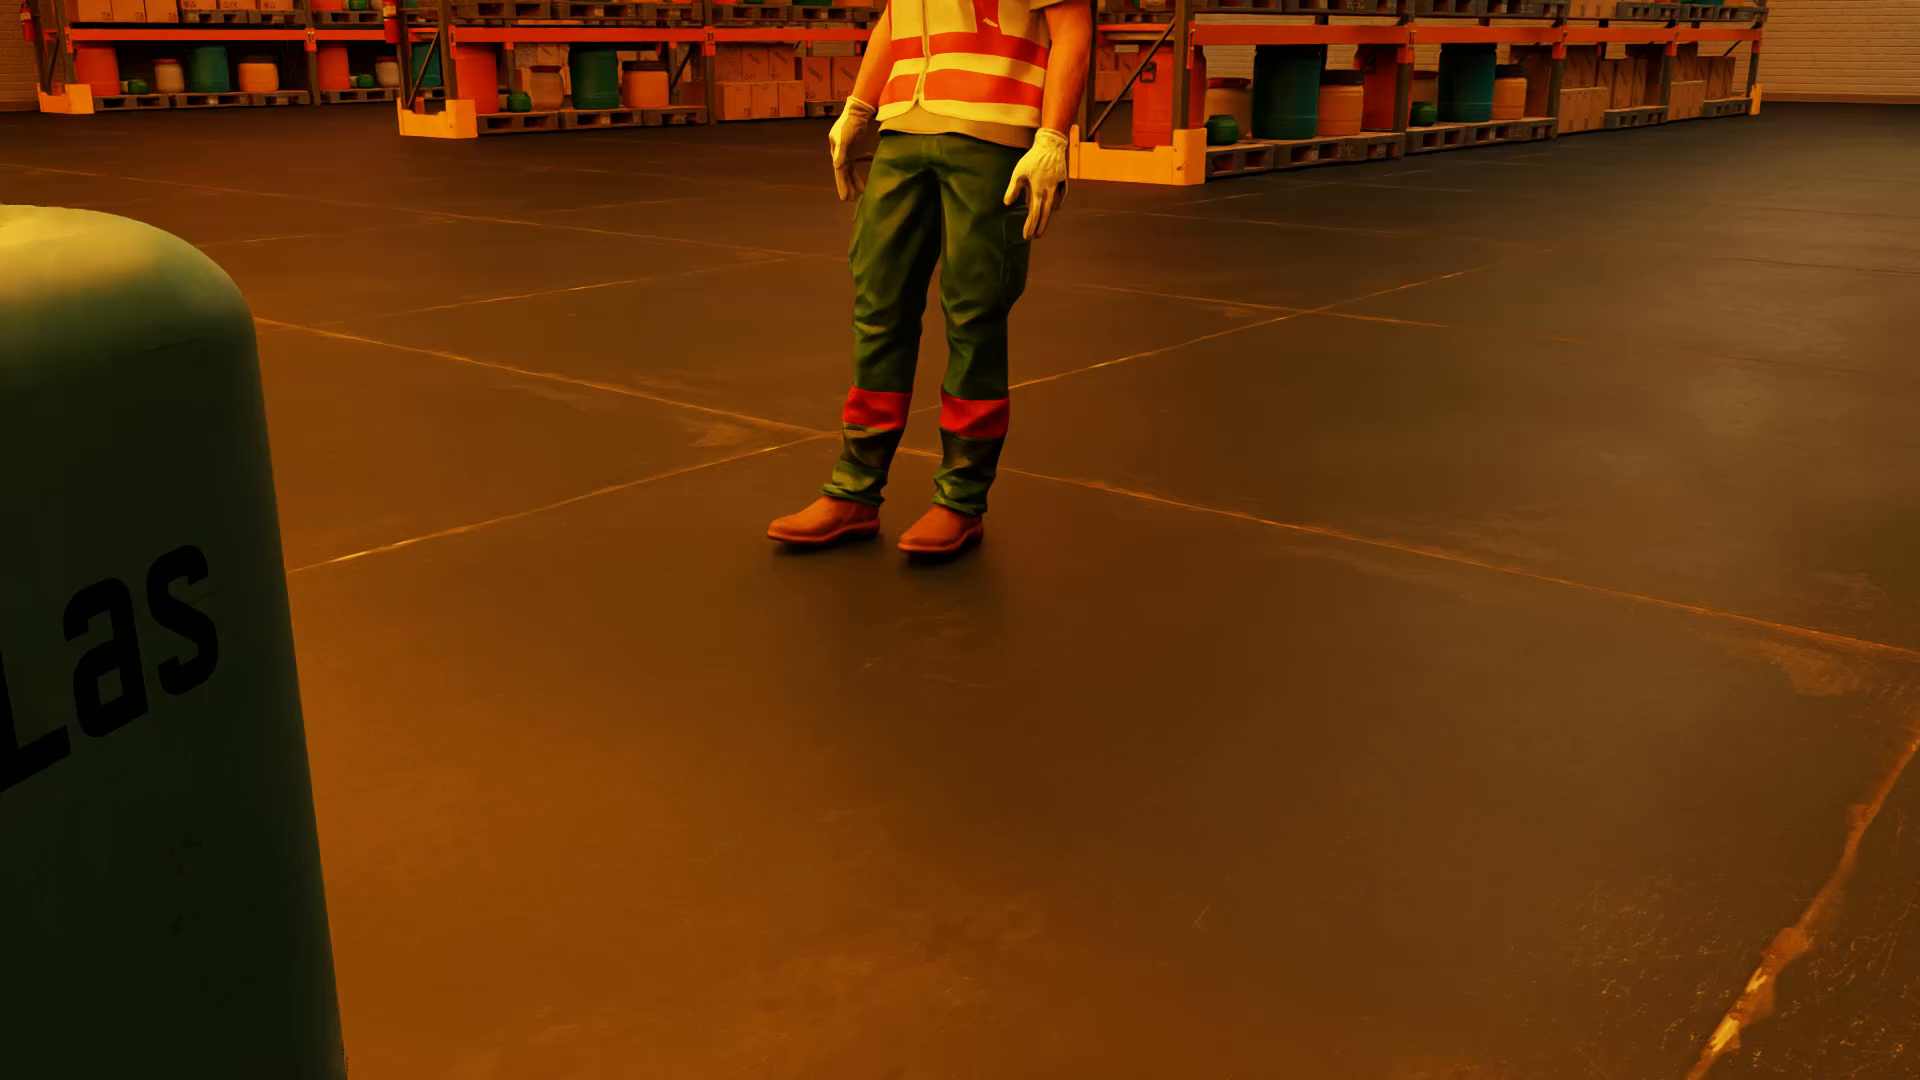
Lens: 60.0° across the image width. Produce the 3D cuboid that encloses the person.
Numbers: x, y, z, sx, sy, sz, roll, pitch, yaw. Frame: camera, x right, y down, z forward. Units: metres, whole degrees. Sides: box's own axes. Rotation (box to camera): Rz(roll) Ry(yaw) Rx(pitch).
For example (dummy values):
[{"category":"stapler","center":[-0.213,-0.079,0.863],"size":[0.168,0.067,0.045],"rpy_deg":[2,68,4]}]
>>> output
[{"category":"person","center":[-0.061,-0.845,3.629],"size":[0.637,1.782,0.564],"rpy_deg":[13,21,37]}]
